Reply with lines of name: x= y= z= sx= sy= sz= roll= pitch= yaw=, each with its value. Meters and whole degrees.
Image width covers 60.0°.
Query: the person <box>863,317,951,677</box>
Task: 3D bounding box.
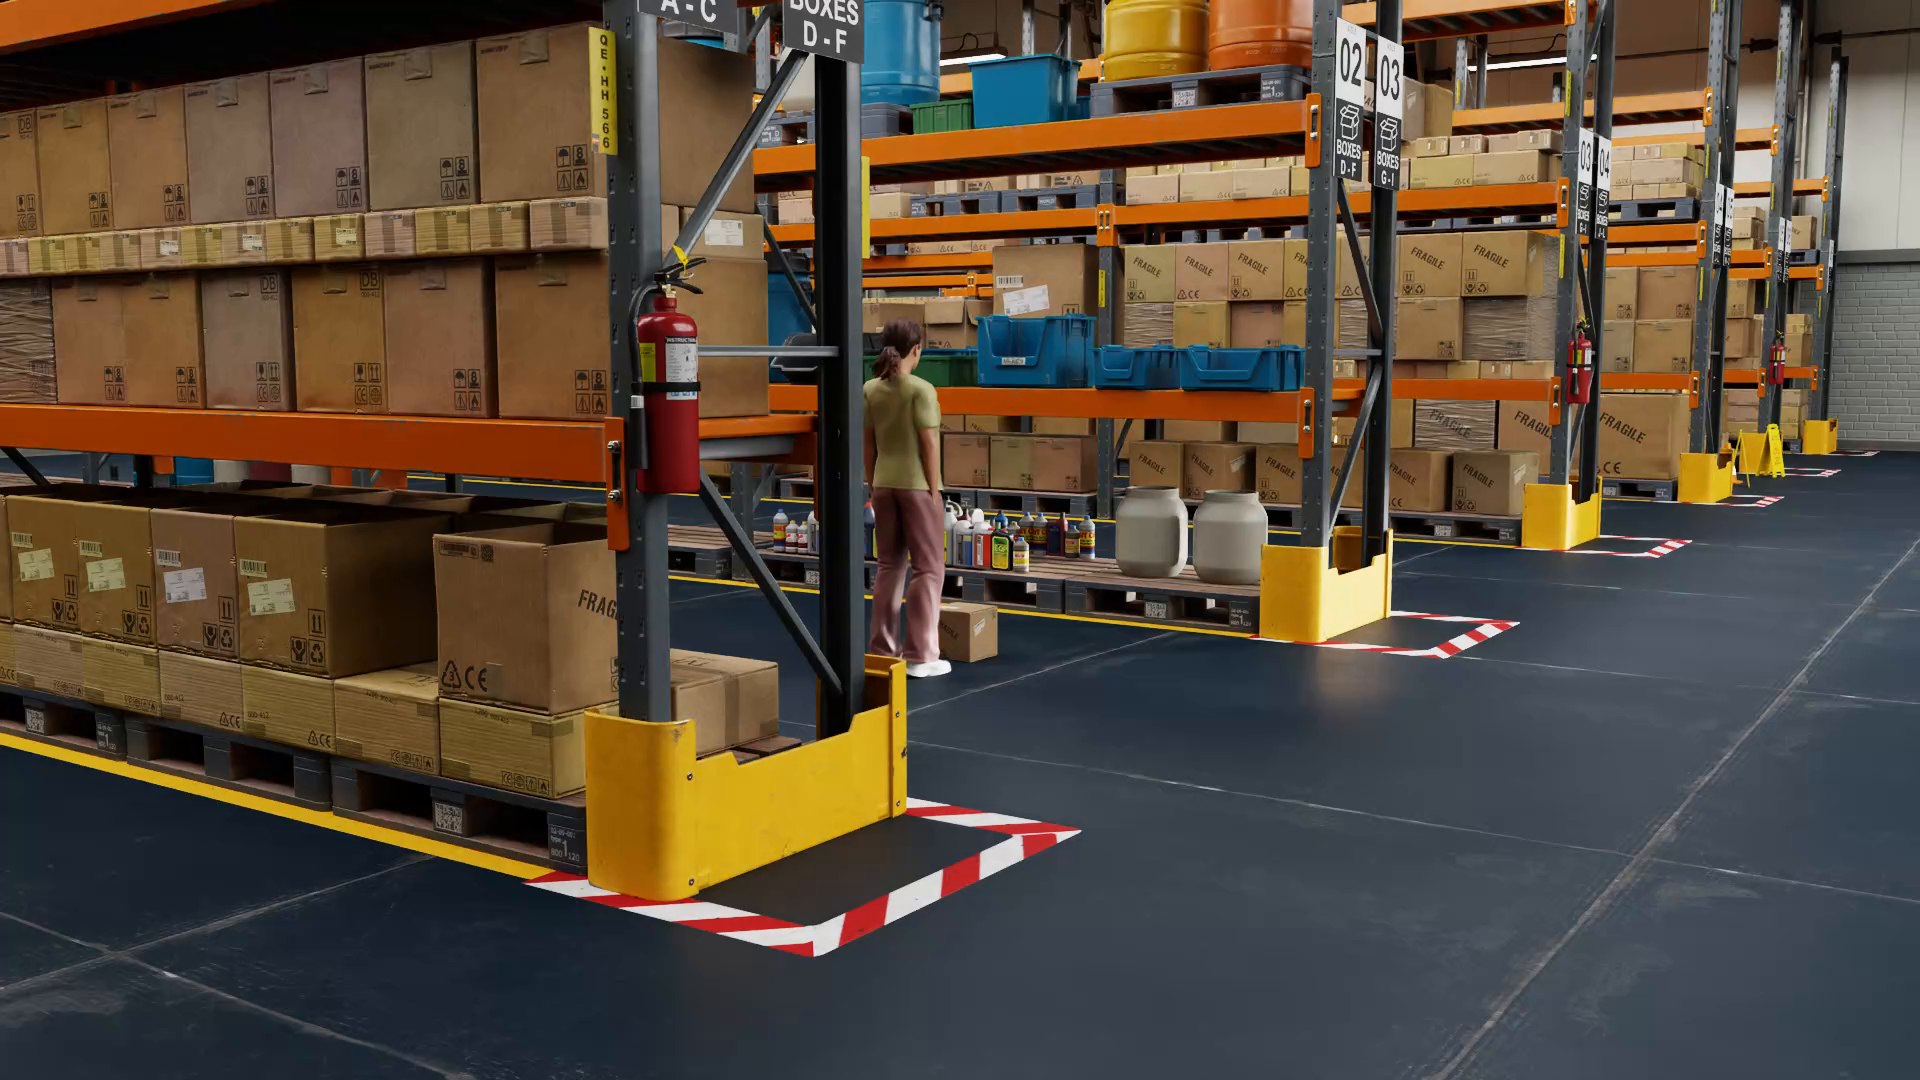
person: x=-0.264 y=-0.200 z=7.816 sx=0.442 sy=1.678 sz=0.343 roll=4 pitch=8 yaw=35
